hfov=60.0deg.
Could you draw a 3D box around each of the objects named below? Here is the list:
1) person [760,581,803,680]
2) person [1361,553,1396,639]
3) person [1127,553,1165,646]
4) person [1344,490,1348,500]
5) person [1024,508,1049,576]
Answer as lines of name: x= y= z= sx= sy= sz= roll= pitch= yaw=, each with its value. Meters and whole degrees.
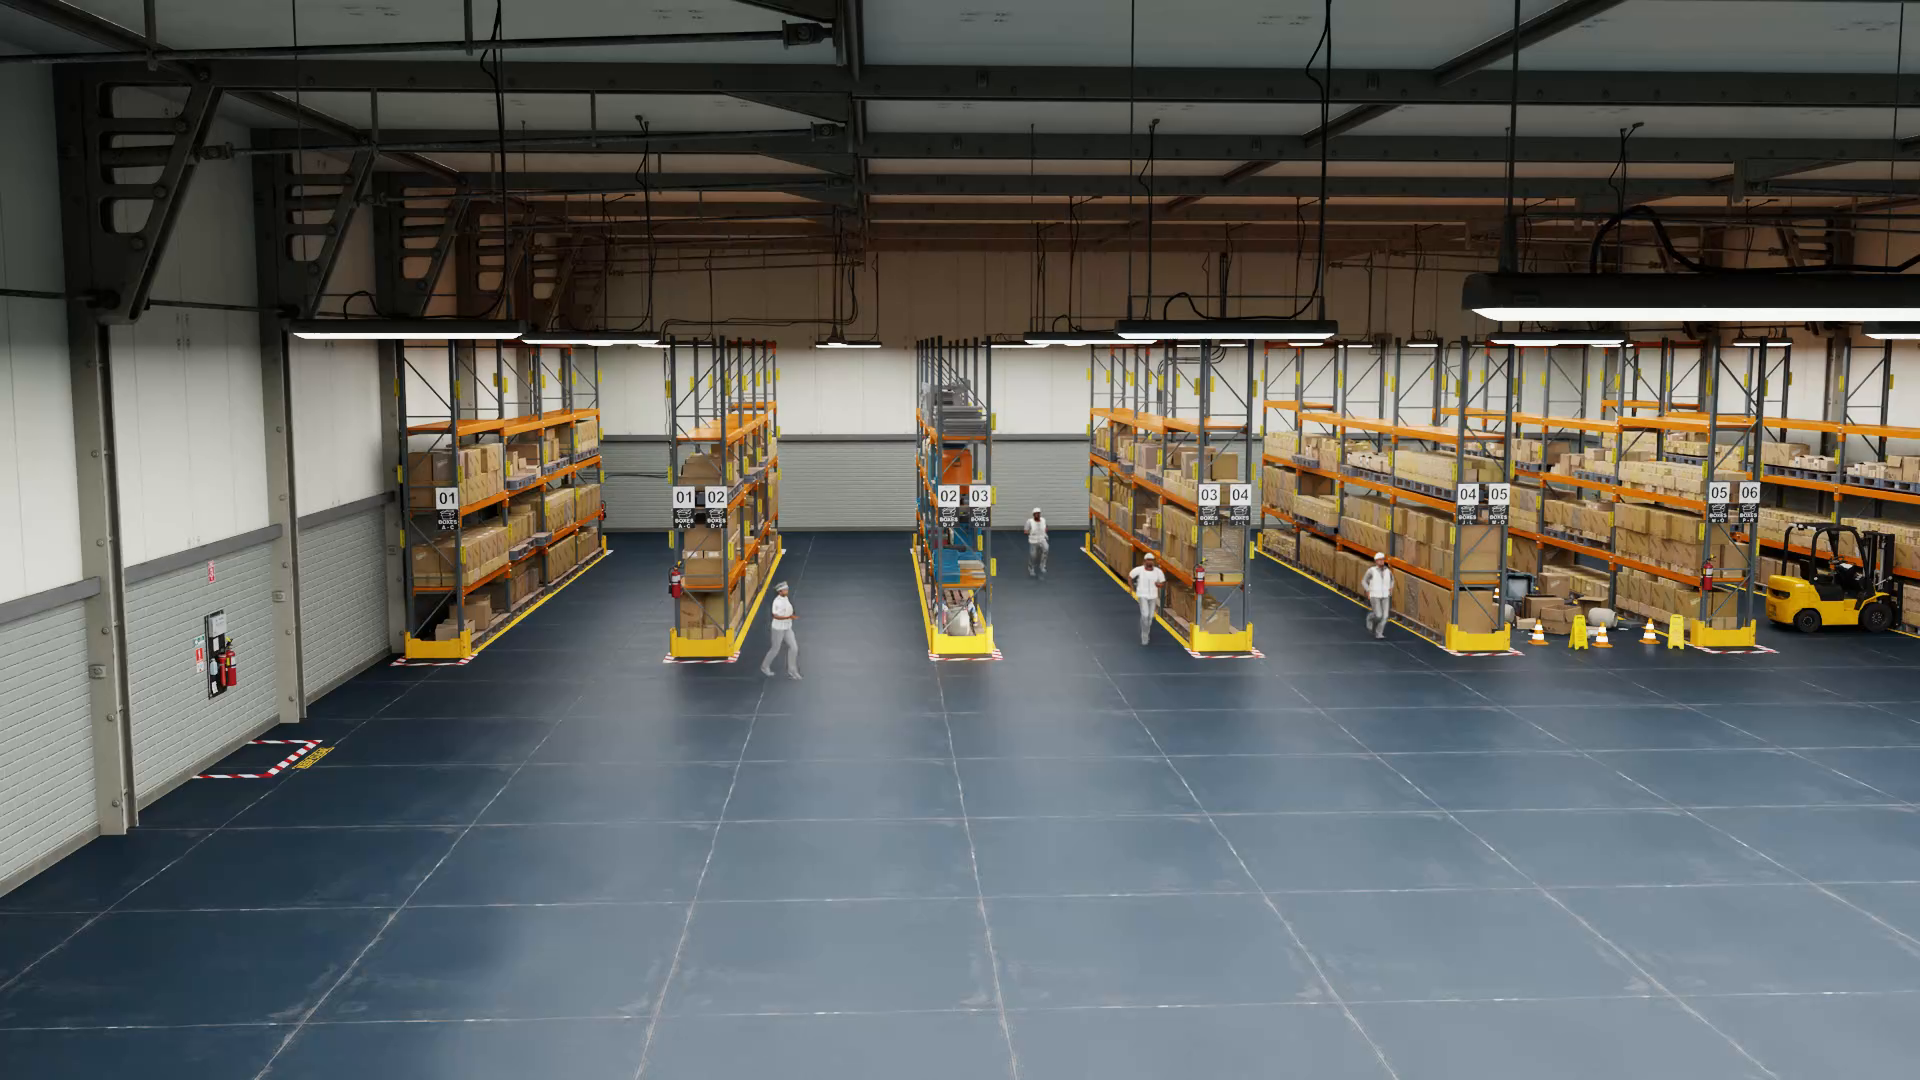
person: x=-3.145 y=1.585 z=29.056 sx=0.789 sy=1.751 sz=0.571 roll=3 pitch=7 yaw=27
person: x=8.374 y=1.115 z=33.181 sx=0.672 sy=1.728 sz=0.573 roll=-1 pitch=7 yaw=-6
person: x=3.676 y=1.157 z=32.569 sx=0.671 sy=1.825 sz=0.734 roll=-1 pitch=7 yaw=-11
person: x=11.311 y=-0.669 z=49.222 sx=0.567 sy=1.612 sz=0.575 roll=0 pitch=6 yaw=-2
person: x=1.916 y=0.059 z=41.666 sx=0.672 sy=1.750 sz=0.928 roll=-1 pitch=7 yaw=-11
